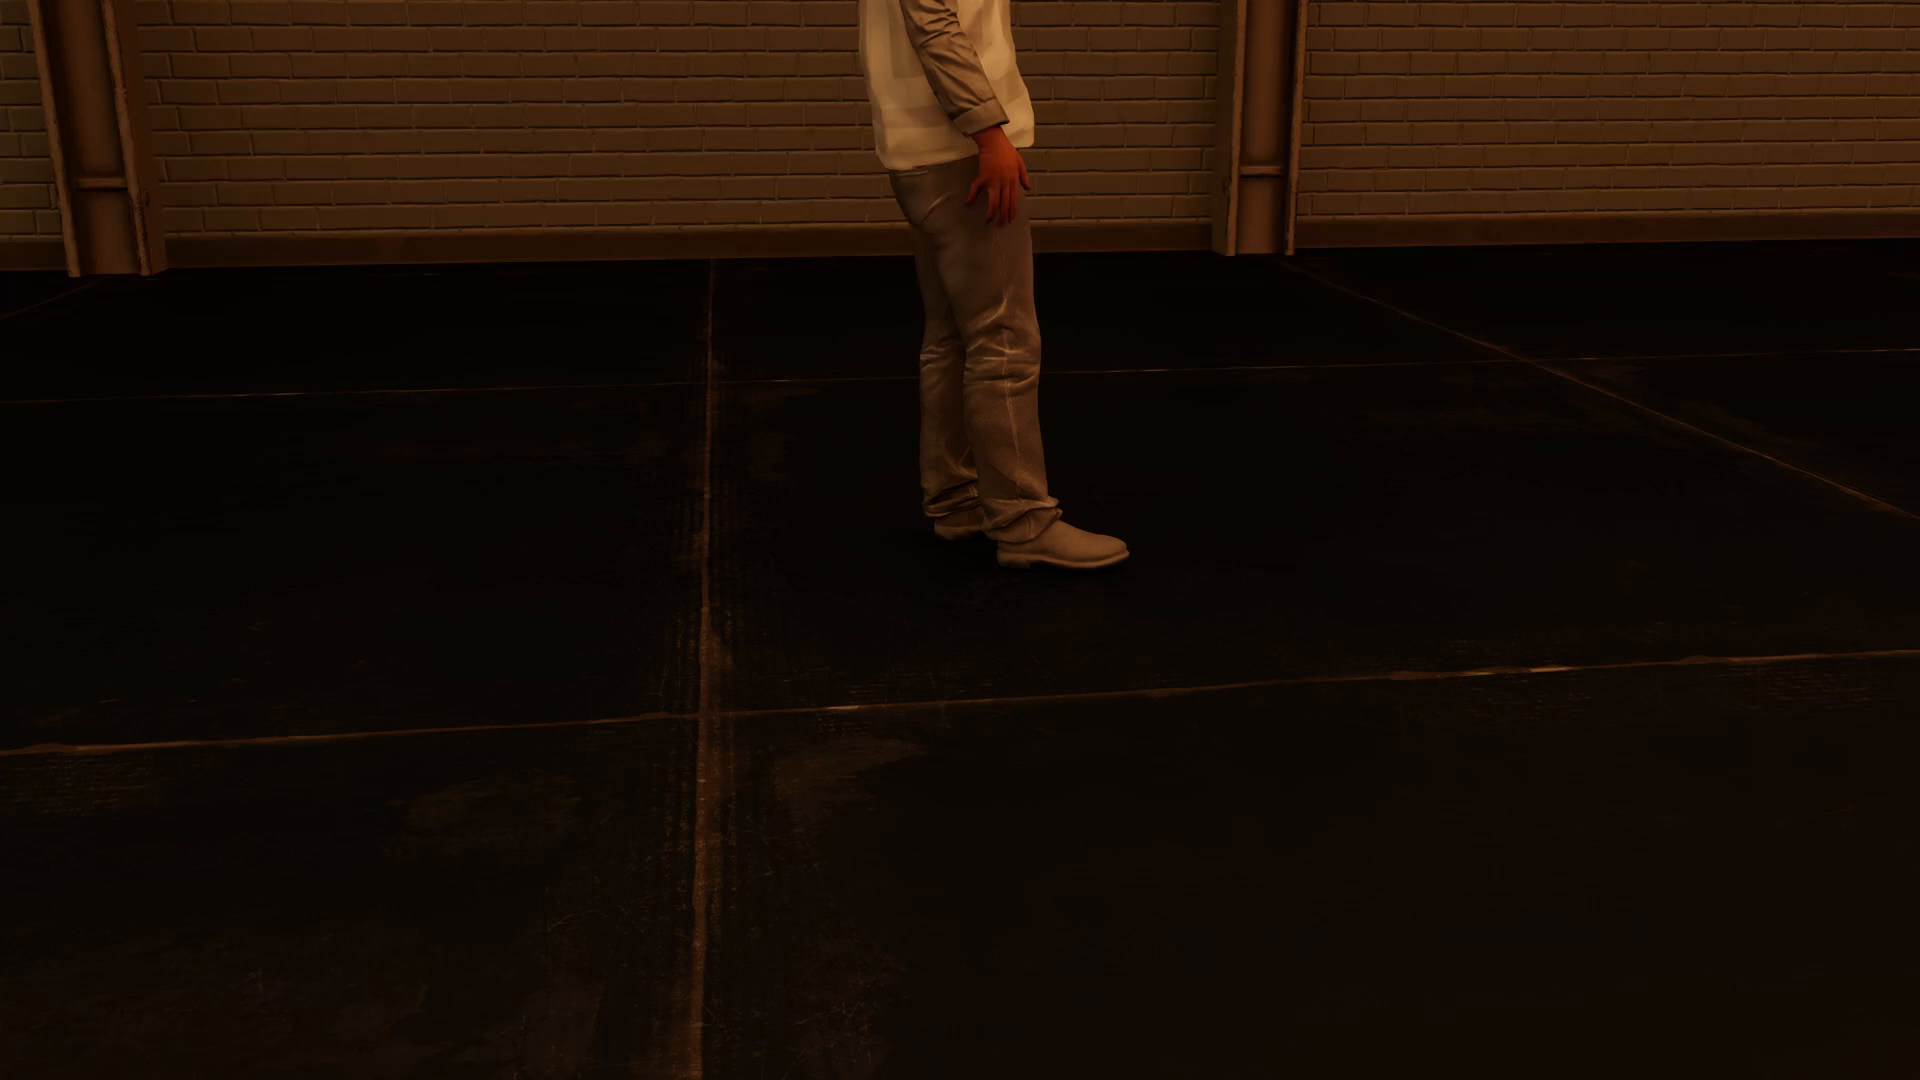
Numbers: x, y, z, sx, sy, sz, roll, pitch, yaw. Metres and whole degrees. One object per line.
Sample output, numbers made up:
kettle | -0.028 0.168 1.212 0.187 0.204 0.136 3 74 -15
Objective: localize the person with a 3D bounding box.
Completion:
person | 0.062 -0.857 3.708 0.568 1.773 0.632 -2 17 -8
